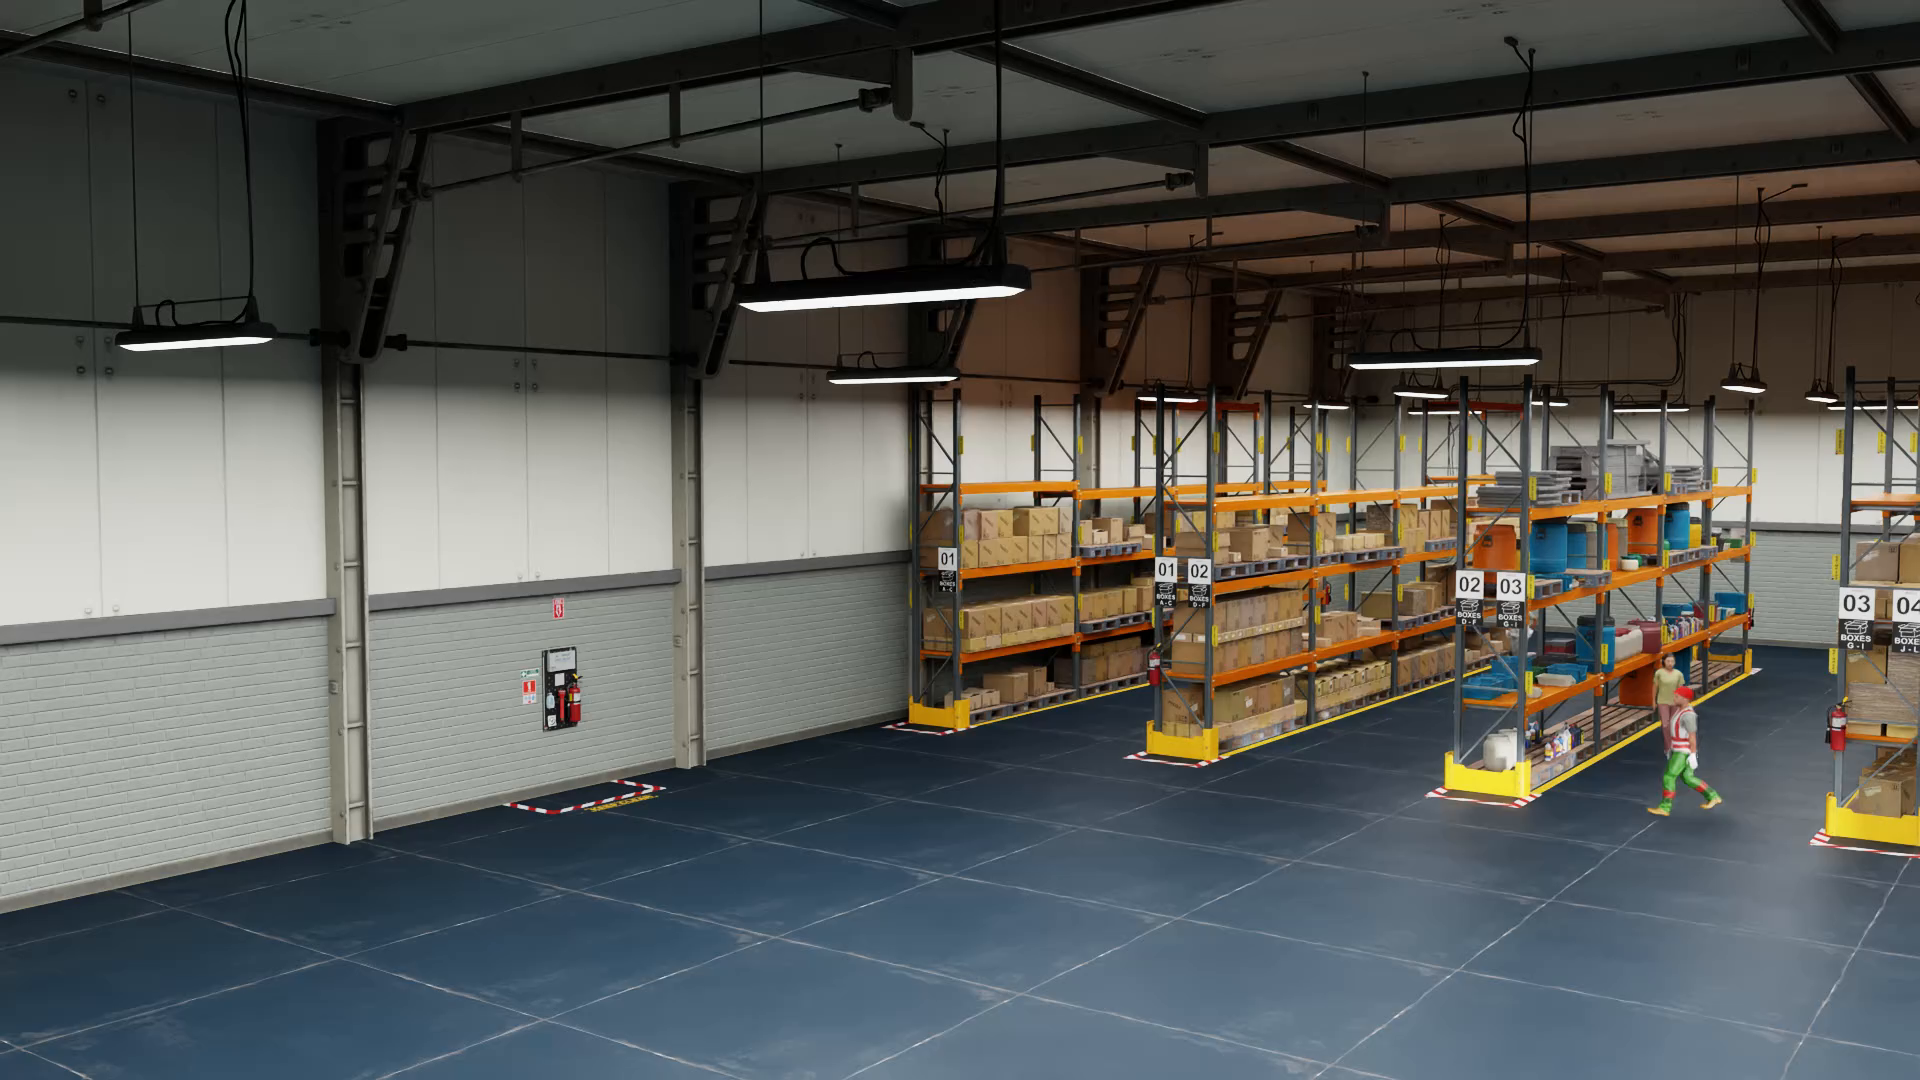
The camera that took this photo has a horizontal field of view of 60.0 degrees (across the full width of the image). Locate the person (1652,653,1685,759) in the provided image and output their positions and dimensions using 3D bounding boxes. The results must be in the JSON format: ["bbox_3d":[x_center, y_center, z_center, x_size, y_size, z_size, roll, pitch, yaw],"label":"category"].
[{"bbox_3d":[11.396,2.679,26.660,0.515,1.746,0.528,0,3,9],"label":"person"}]

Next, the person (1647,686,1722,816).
[{"bbox_3d":[9.779,2.844,22.391,1.019,1.753,0.539,0,3,7],"label":"person"}]

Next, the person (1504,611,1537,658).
[{"bbox_3d":[12.274,2.089,36.438,0.721,1.681,0.658,3,5,44],"label":"person"}]
